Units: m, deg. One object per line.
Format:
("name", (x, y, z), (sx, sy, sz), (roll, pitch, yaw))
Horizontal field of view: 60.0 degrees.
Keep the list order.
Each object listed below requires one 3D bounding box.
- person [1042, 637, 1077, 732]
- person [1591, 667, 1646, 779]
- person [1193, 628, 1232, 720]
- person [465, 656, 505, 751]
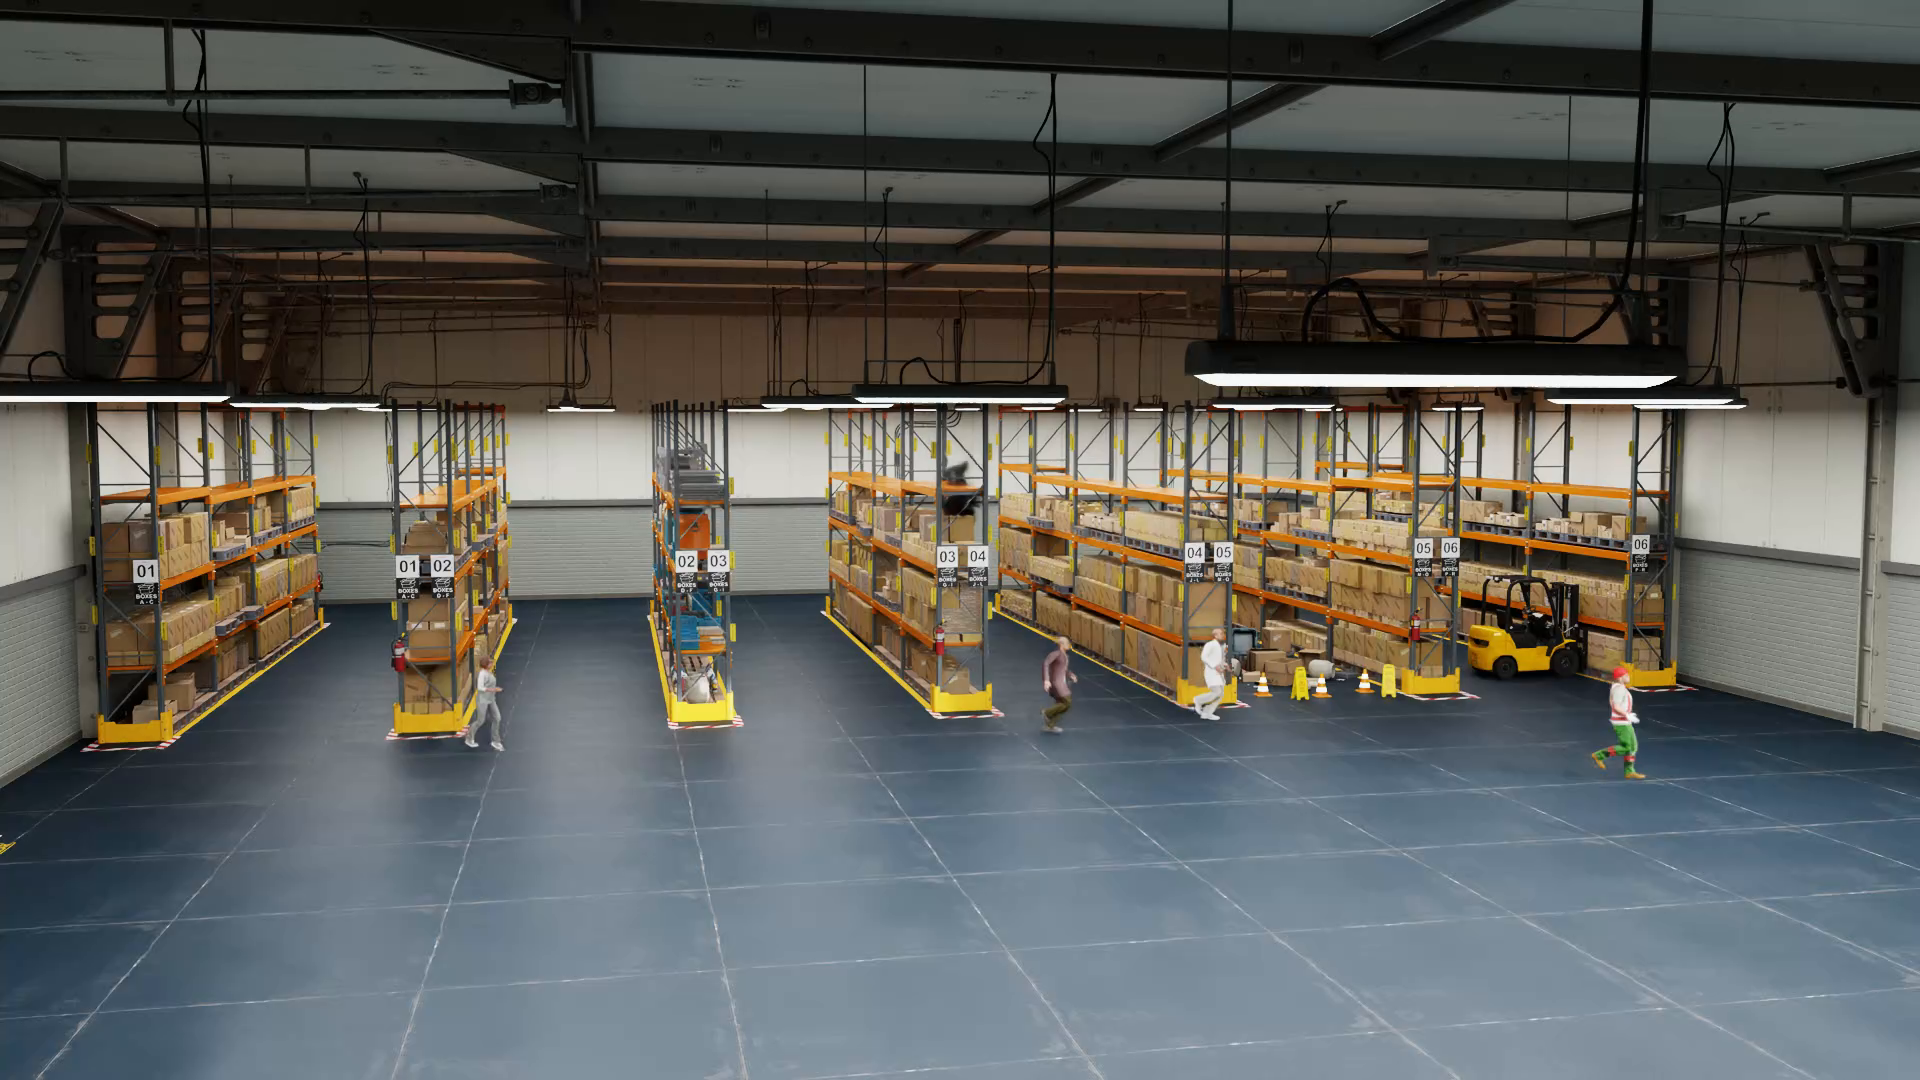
("person", (1.789, 2.602, 29.958), (0.625, 1.720, 0.724), (1, 5, 17))
("person", (10.371, 2.870, 26.149), (0.806, 1.757, 0.674), (2, 5, 21))
("person", (4.767, 2.514, 31.382), (0.653, 1.708, 0.697), (3, 5, 37))
("person", (-8.109, 2.796, 28.326), (0.726, 1.642, 0.526), (1, 4, 12))
